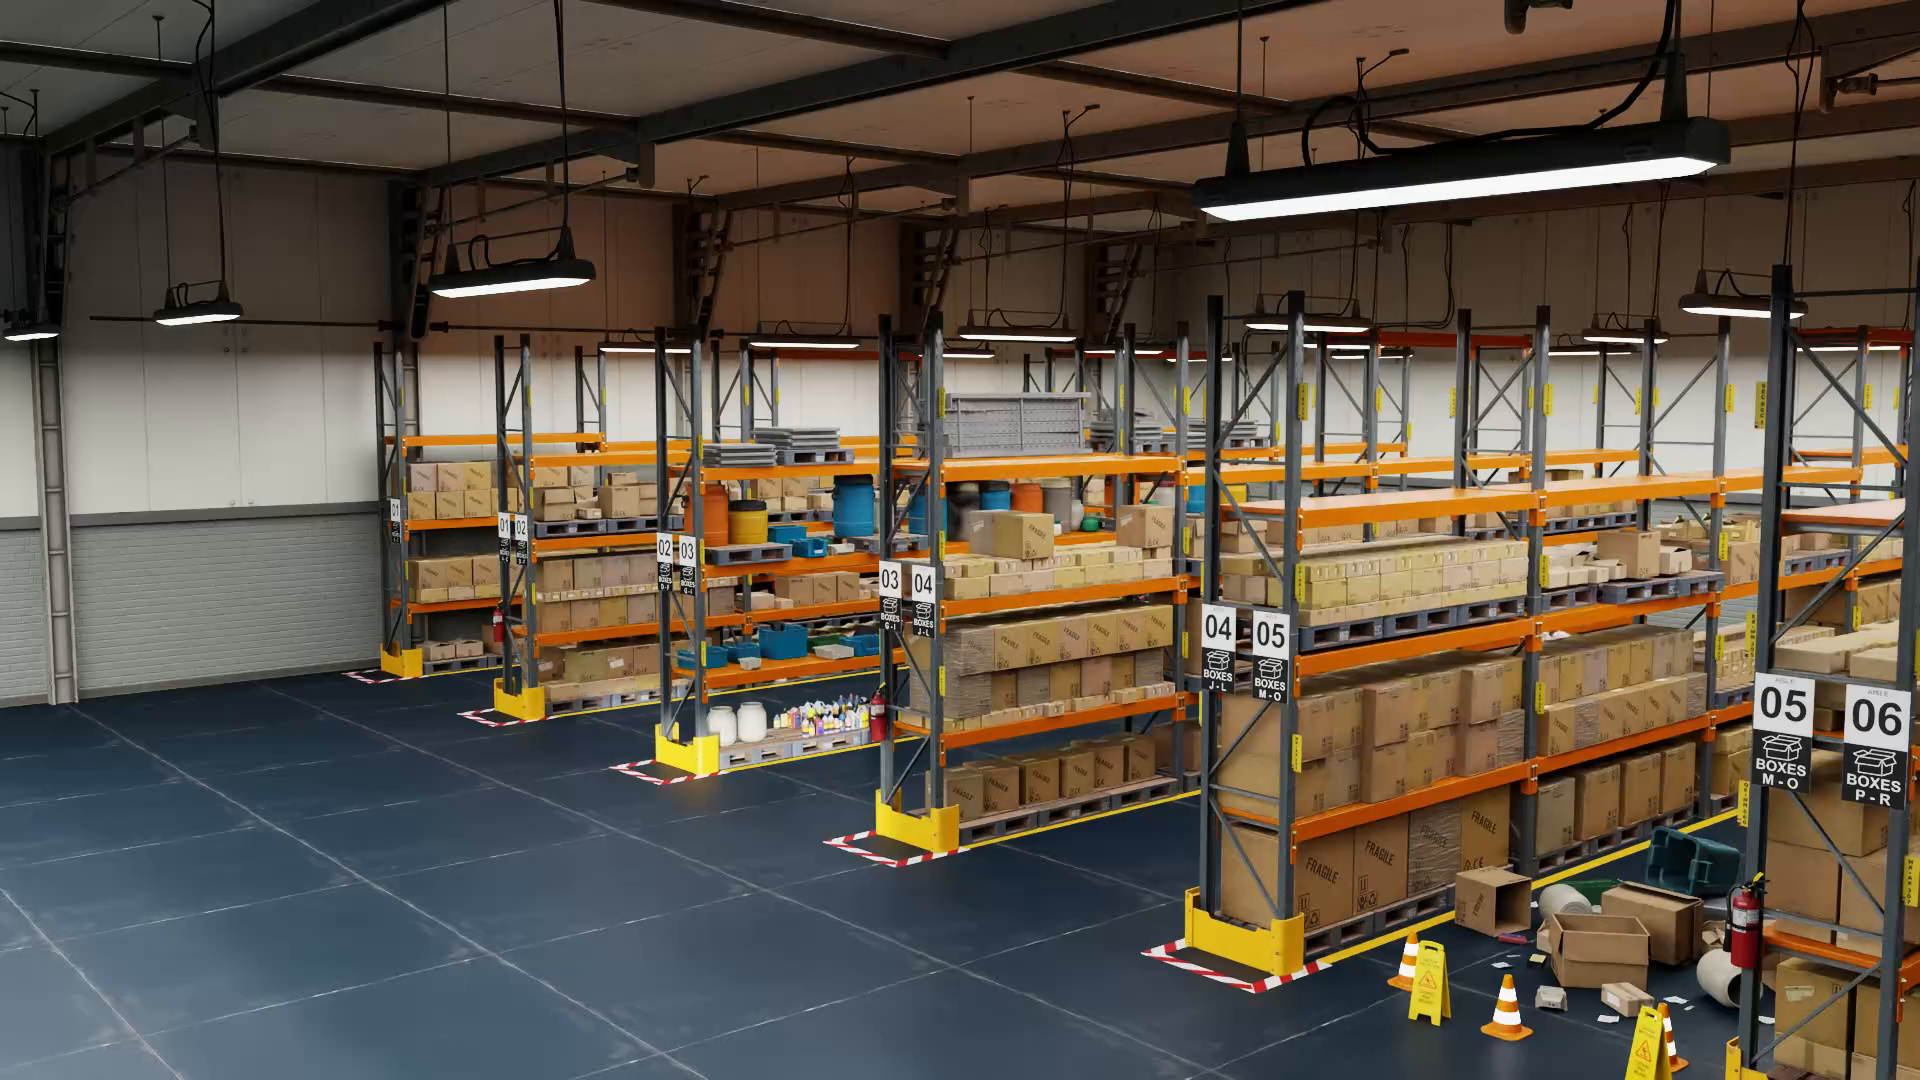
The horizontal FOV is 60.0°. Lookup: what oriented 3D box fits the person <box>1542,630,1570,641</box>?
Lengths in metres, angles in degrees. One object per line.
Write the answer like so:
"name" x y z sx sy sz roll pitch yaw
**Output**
"person" 8.931 2.018 25.050 0.853 1.834 0.641 -4 6 -35
